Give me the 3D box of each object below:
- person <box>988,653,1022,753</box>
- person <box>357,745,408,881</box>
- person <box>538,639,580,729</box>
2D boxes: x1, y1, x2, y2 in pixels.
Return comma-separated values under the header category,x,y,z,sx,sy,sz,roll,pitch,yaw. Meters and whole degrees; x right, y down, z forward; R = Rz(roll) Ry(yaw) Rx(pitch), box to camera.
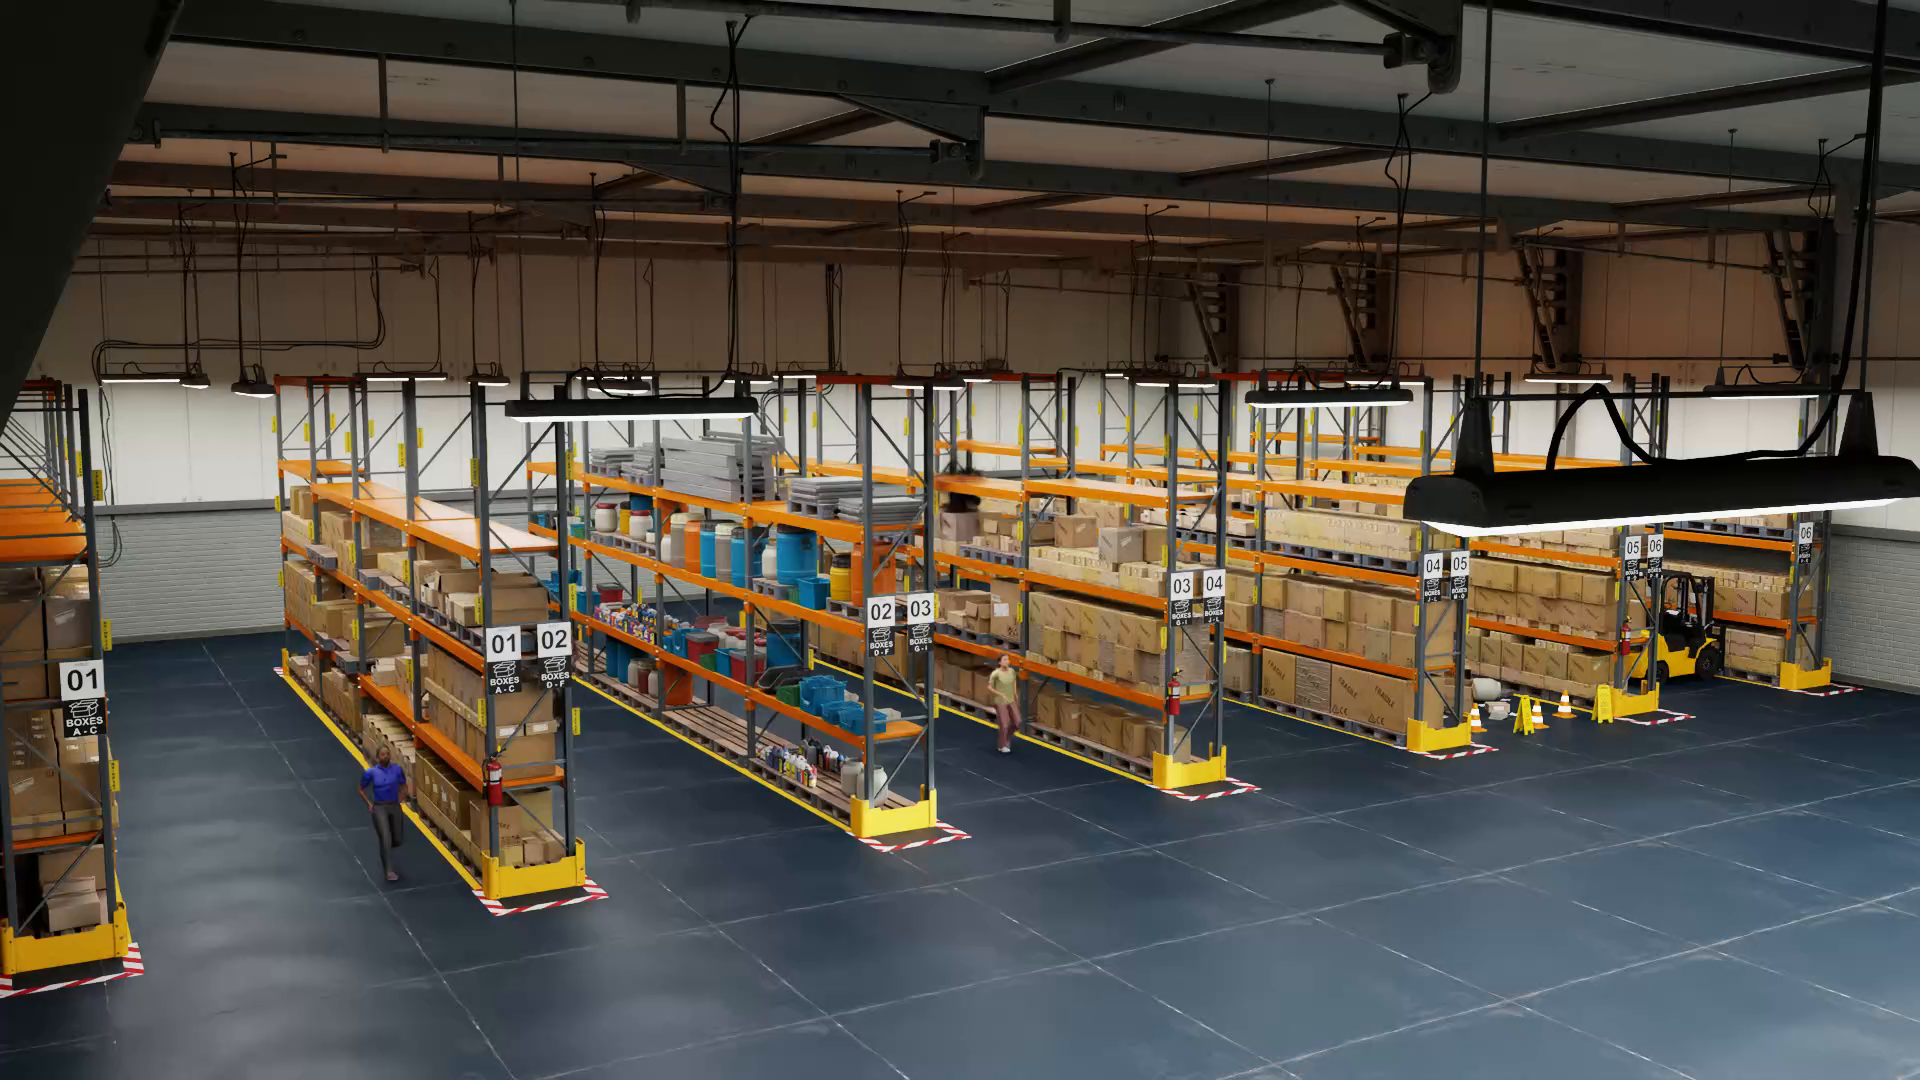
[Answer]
category,x,y,z,sx,sy,sz,roll,pitch,yaw
person,0.733,2.607,26.599,0.554,1.626,0.520,-3,7,-28
person,-7.045,3.304,20.357,0.584,1.613,0.739,-4,7,-33
person,-6.852,2.335,28.532,0.683,1.783,0.748,-5,8,-36
